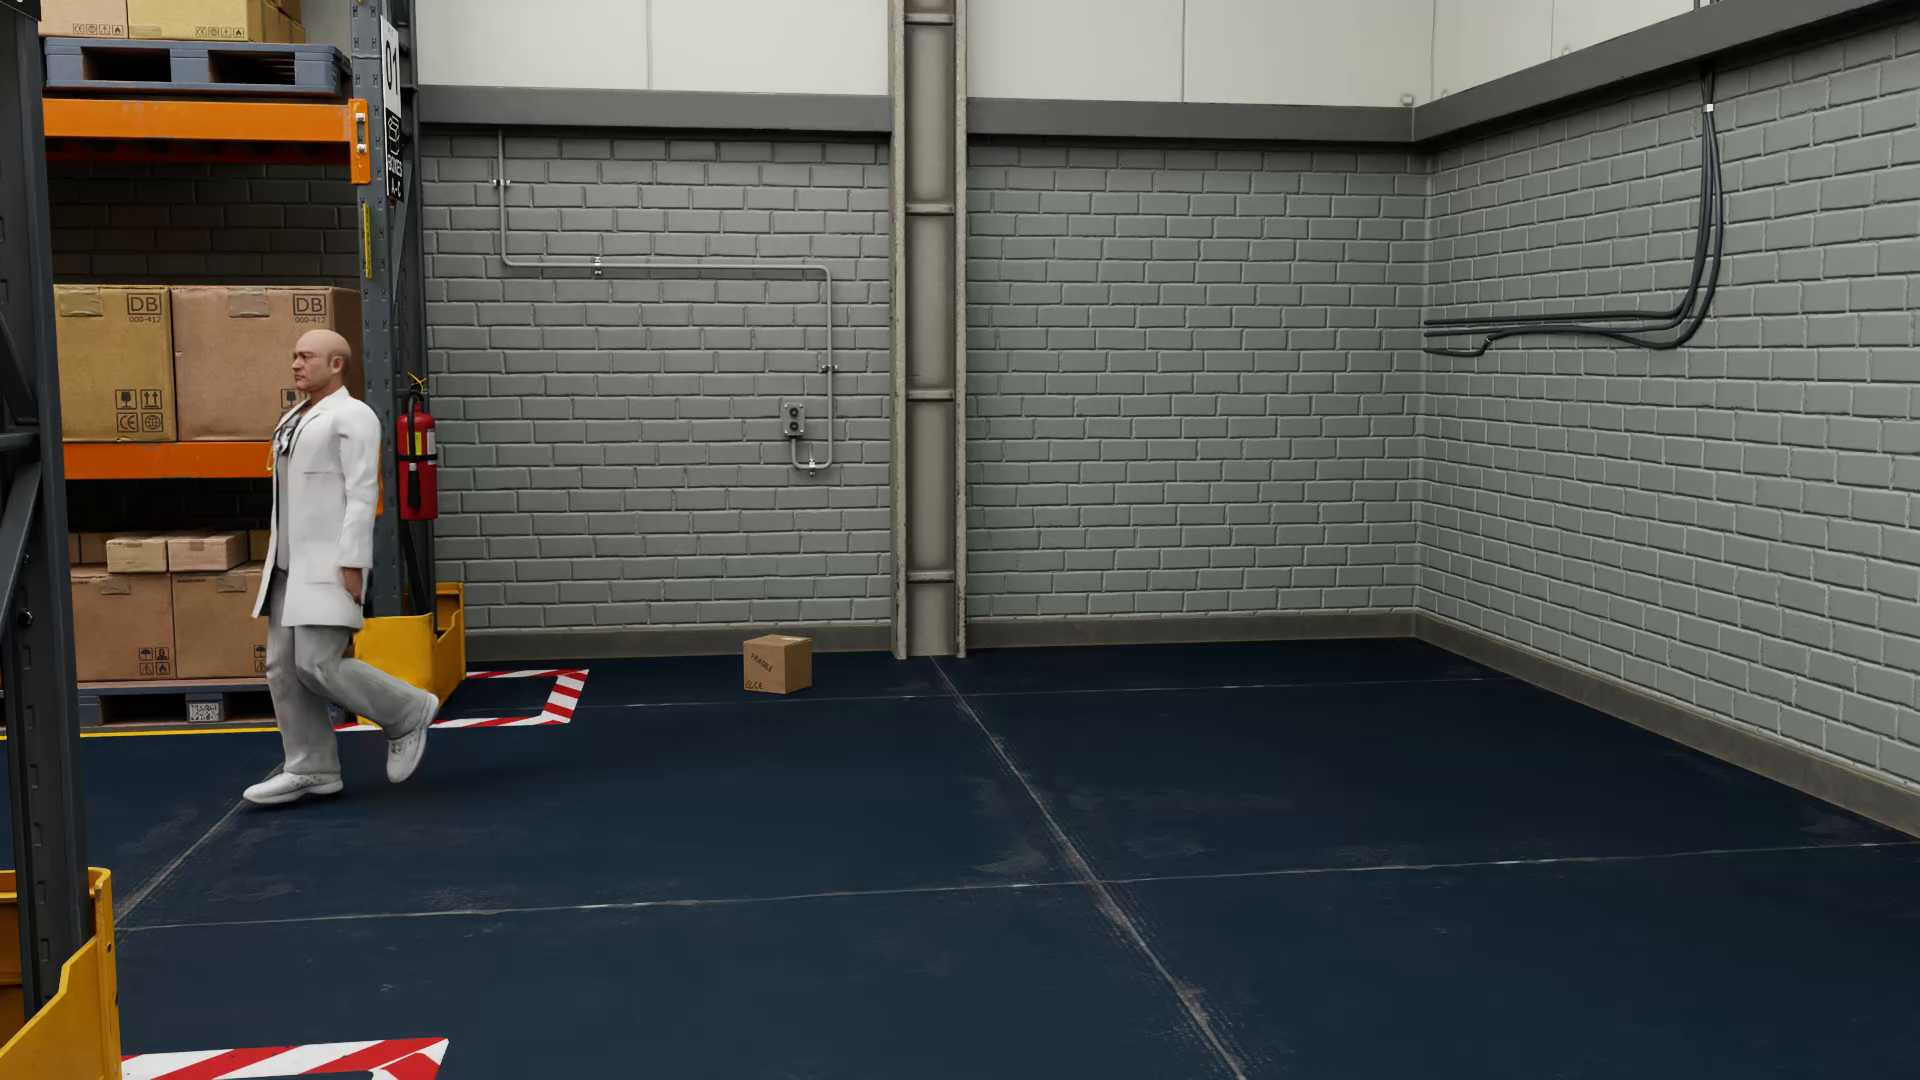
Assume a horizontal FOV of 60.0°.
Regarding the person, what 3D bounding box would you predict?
[{"bbox_3d":[-2.362,0.092,6.273,0.567,1.762,0.698,6,9,42],"label":"person"}]
